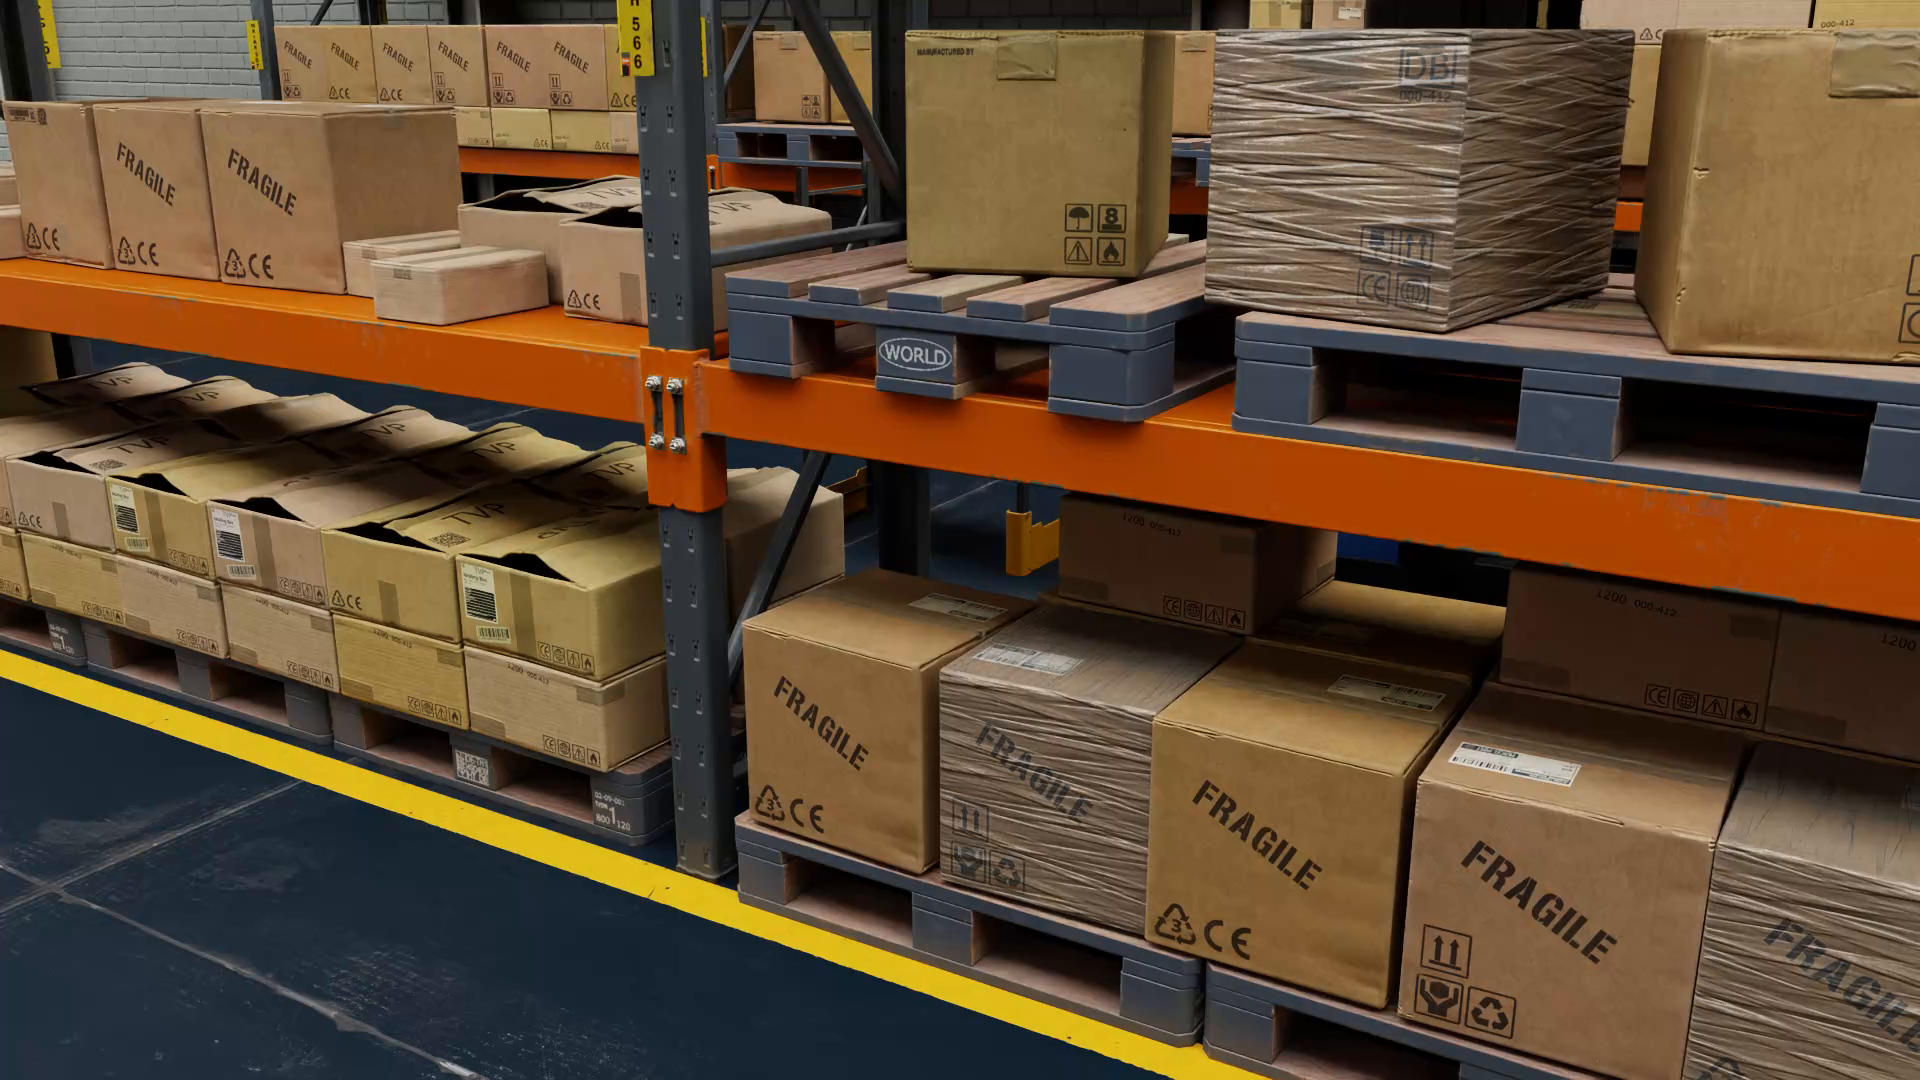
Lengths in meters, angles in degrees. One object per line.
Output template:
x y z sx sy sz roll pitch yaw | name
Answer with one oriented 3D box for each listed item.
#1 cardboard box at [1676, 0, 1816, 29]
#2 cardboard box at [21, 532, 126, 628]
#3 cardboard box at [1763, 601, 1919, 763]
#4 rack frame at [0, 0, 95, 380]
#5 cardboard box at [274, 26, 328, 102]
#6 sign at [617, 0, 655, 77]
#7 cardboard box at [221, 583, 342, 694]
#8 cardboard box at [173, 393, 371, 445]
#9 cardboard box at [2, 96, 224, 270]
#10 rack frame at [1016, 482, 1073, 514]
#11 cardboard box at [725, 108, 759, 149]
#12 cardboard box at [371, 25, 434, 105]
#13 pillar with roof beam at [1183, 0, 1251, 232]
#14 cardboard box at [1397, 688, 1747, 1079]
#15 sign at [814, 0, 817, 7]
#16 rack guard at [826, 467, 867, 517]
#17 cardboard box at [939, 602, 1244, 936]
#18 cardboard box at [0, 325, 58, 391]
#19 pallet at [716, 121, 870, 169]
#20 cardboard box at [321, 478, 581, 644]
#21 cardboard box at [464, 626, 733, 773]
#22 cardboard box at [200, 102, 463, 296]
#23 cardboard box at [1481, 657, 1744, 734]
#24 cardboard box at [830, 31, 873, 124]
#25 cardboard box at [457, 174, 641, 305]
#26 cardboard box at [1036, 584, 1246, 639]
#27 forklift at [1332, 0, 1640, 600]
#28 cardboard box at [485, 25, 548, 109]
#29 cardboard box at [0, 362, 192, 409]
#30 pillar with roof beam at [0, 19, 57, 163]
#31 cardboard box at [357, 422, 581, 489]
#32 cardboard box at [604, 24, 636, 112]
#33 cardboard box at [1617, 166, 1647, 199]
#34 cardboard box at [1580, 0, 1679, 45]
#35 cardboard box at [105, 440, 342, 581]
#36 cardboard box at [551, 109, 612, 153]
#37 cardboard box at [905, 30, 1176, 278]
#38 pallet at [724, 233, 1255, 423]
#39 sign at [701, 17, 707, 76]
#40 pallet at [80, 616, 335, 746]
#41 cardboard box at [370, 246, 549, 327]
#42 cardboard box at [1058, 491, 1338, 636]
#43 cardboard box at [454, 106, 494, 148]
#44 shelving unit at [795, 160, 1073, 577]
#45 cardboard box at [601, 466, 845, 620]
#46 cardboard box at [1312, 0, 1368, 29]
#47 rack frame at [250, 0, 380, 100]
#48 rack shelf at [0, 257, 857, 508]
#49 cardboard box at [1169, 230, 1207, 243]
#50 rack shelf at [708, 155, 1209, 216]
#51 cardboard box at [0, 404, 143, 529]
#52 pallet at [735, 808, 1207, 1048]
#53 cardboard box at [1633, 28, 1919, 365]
3.334 -2.218 7.013 0.500 0.250 0.500 10 20 30 | cardboard box
-2.710 0.064 5.518 0.500 0.250 0.500 9 19 28 | cardboard box
1.878 0.228 3.224 0.500 0.250 0.500 10 20 30 | cardboard box
-3.802 -1.330 6.098 0.127 3.000 1.000 10 20 30 | rack frame
-4.372 -3.315 11.567 0.500 0.500 0.500 10 20 30 | cardboard box
-0.681 -1.137 3.472 0.005 0.325 0.100 10 20 30 | sign
-1.838 0.219 5.007 0.500 0.250 0.500 11 20 31 | cardboard box
-2.436 -0.339 5.879 0.500 0.311 0.500 10 20 30 | cardboard box
-2.707 -1.177 5.422 0.500 0.500 0.500 12 21 34 | cardboard box
0.360 -0.653 6.451 0.032 1.500 0.500 10 20 30 | rack frame
-1.501 -2.620 10.568 0.500 0.250 0.500 10 20 31 | cardboard box
-3.519 -3.157 11.048 0.500 0.500 0.500 9 19 28 | cardboard box
-0.712 -4.165 5.110 0.400 9.000 9.100 10 20 30 | pillar with roof beam
1.166 0.638 3.163 0.500 0.500 0.500 9 19 28 | cardboard box
-0.925 -3.249 10.425 0.005 0.325 0.100 10 20 30 | sign
-0.489 -0.207 7.132 0.087 0.250 0.587 10 20 30 | rack guard
0.294 0.483 3.676 0.500 0.500 0.500 9 19 28 | cardboard box
-4.033 -0.722 6.815 0.500 0.500 0.500 10 20 30 | cardboard box
-0.638 -2.313 9.665 1.213 0.211 1.003 10 20 30 | pallet
-1.415 0.029 4.668 0.500 0.311 0.500 10 19 29 | cardboard box
-0.970 0.374 4.498 0.500 0.250 0.500 11 20 31 | cardboard box
-1.832 -1.020 4.907 0.500 0.500 0.500 9 19 27 | cardboard box
1.417 0.505 3.600 0.500 0.500 0.500 9 19 28 | cardboard box
-0.325 -2.643 9.492 0.500 0.500 0.700 13 21 36 | cardboard box
-1.054 -0.863 4.713 0.500 0.311 0.500 10 19 29 | cardboard box
0.526 0.348 4.117 0.500 0.500 0.500 11 20 32 | cardboard box
2.098 -1.096 5.447 3.031 2.935 1.130 9 19 27 | forklift
-2.629 -3.003 10.539 0.500 0.500 0.500 9 19 28 | cardboard box
-3.307 -0.493 6.386 0.500 0.311 0.500 10 20 30 | cardboard box
-10.938 -5.990 11.119 0.400 9.000 9.100 10 20 30 | pillar with roof beam
-1.572 -0.183 5.367 0.500 0.311 0.500 10 19 29 | cardboard box
-1.778 -2.849 10.033 0.500 0.500 0.500 10 20 30 | cardboard box
3.026 -1.621 7.455 0.250 0.149 0.380 10 20 30 | cardboard box
2.906 -2.293 7.260 0.500 0.250 0.500 10 19 29 | cardboard box
-2.270 -0.125 5.176 0.500 0.311 0.500 11 20 32 | cardboard box
-2.195 -2.570 10.404 0.500 0.250 0.500 10 20 30 | cardboard box
0.202 -0.902 3.796 0.500 0.500 0.700 4 17 12 | cardboard box
0.221 -0.544 3.840 1.003 0.211 1.213 10 20 30 | pallet
-1.490 -2.836 9.566 0.005 0.325 0.100 10 20 30 | sign
-2.110 0.292 5.556 1.213 0.211 1.003 10 20 30 | pallet
-1.305 -0.669 4.356 0.250 0.149 0.380 10 20 30 | cardboard box
0.576 -0.003 3.983 0.500 0.250 0.500 11 20 32 | cardboard box
-3.061 -2.719 10.894 0.500 0.250 0.500 10 20 31 | cardboard box
-0.065 -0.729 6.701 1.083 1.500 0.587 10 20 30 | shelving unit
-0.686 -0.027 4.854 0.500 0.311 0.500 11 20 32 | cardboard box
1.886 -2.562 8.111 0.250 0.149 0.380 7 18 23 | cardboard box
-4.621 -3.166 12.142 0.127 3.000 1.000 10 20 30 | rack frame
-2.098 -0.681 5.201 4.000 0.370 1.077 10 20 30 | rack shelf
1.102 -1.521 8.980 0.500 0.250 0.500 11 20 31 | cardboard box
0.491 -1.909 9.242 4.000 0.370 1.077 10 20 30 | rack shelf
-3.157 -0.281 5.690 0.500 0.311 0.500 10 19 29 | cardboard box
0.223 0.736 4.095 1.213 0.211 1.003 10 20 30 | pallet
1.477 -0.615 2.851 0.500 0.500 0.700 5 18 16 | cardboard box
